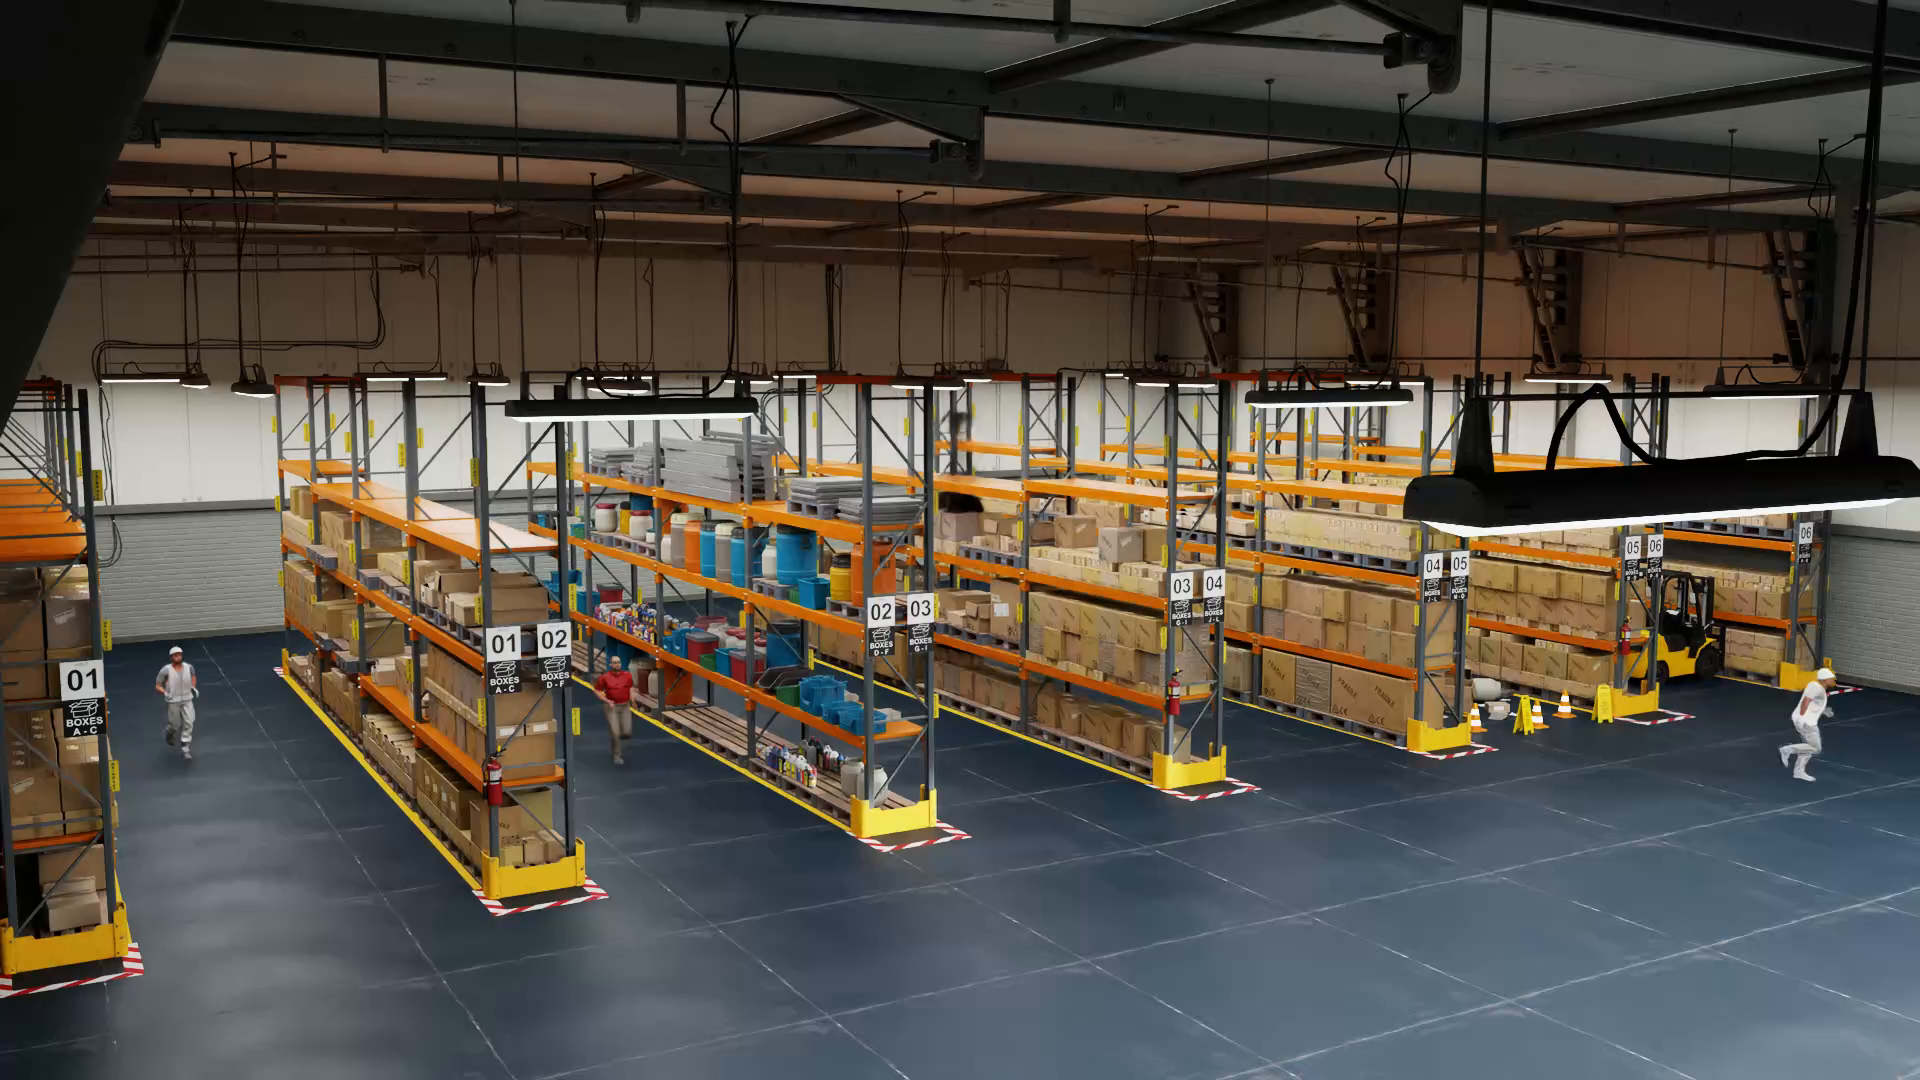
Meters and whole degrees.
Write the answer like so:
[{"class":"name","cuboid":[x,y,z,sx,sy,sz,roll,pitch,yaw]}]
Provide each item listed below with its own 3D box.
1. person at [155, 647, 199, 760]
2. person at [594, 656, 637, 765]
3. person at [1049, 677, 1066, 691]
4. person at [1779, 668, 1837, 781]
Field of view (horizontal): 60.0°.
[{"class":"person","cuboid":[-12.417,2.570,26.433,0.657,1.771,0.863,-6,8,-42]},{"class":"person","cuboid":[-5.396,2.653,26.110,0.665,1.688,0.603,-4,7,-30]},{"class":"person","cuboid":[1.997,2.099,31.232,0.697,1.694,0.848,-5,8,-40]},{"class":"person","cuboid":[12.749,2.766,25.020,0.759,1.705,0.675,2,6,14]}]
